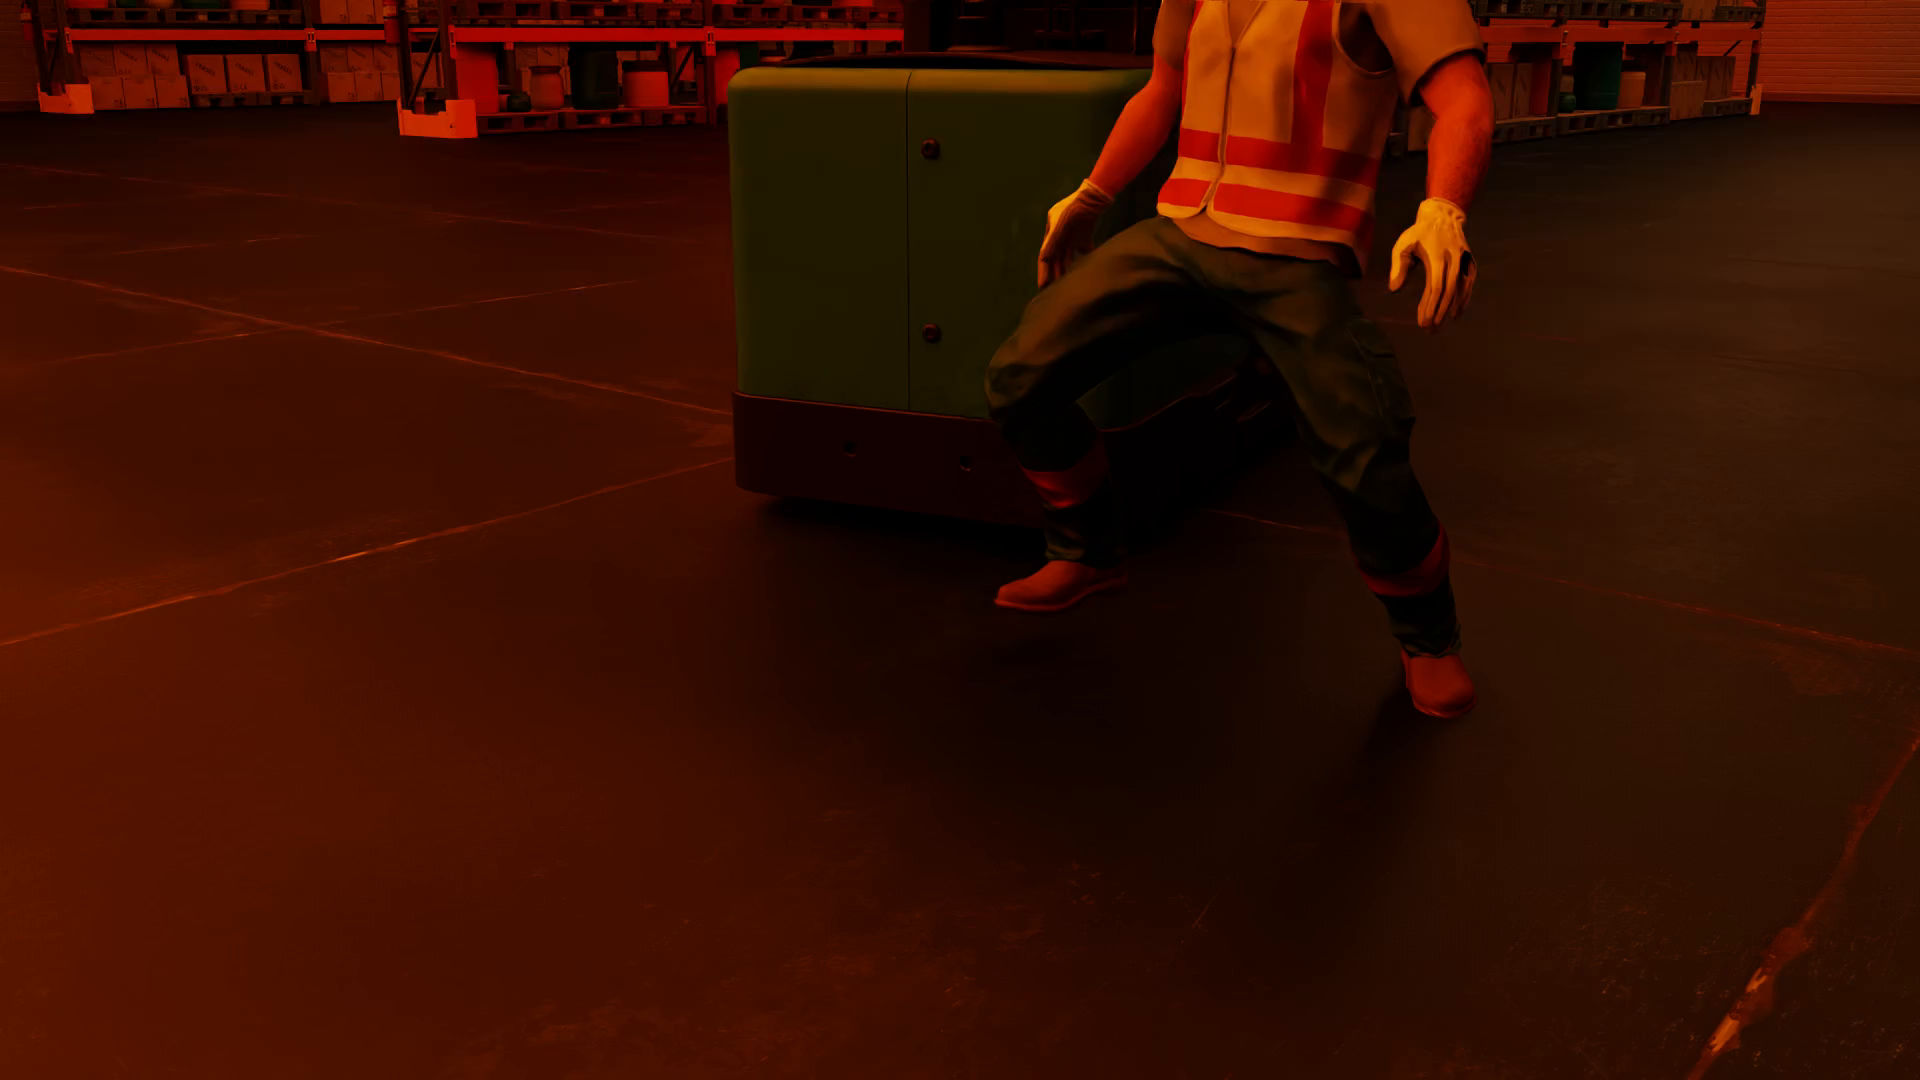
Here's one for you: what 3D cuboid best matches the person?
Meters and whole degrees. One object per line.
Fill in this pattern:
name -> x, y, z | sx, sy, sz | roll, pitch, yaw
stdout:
person -> 0.532, -0.522, 2.881 | 0.680, 1.649, 0.994 | -14, 22, -39

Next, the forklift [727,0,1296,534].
forklift -> 0.521, -1.797, 4.815 | 1.130, 2.935, 3.031 | 8, 19, 24
